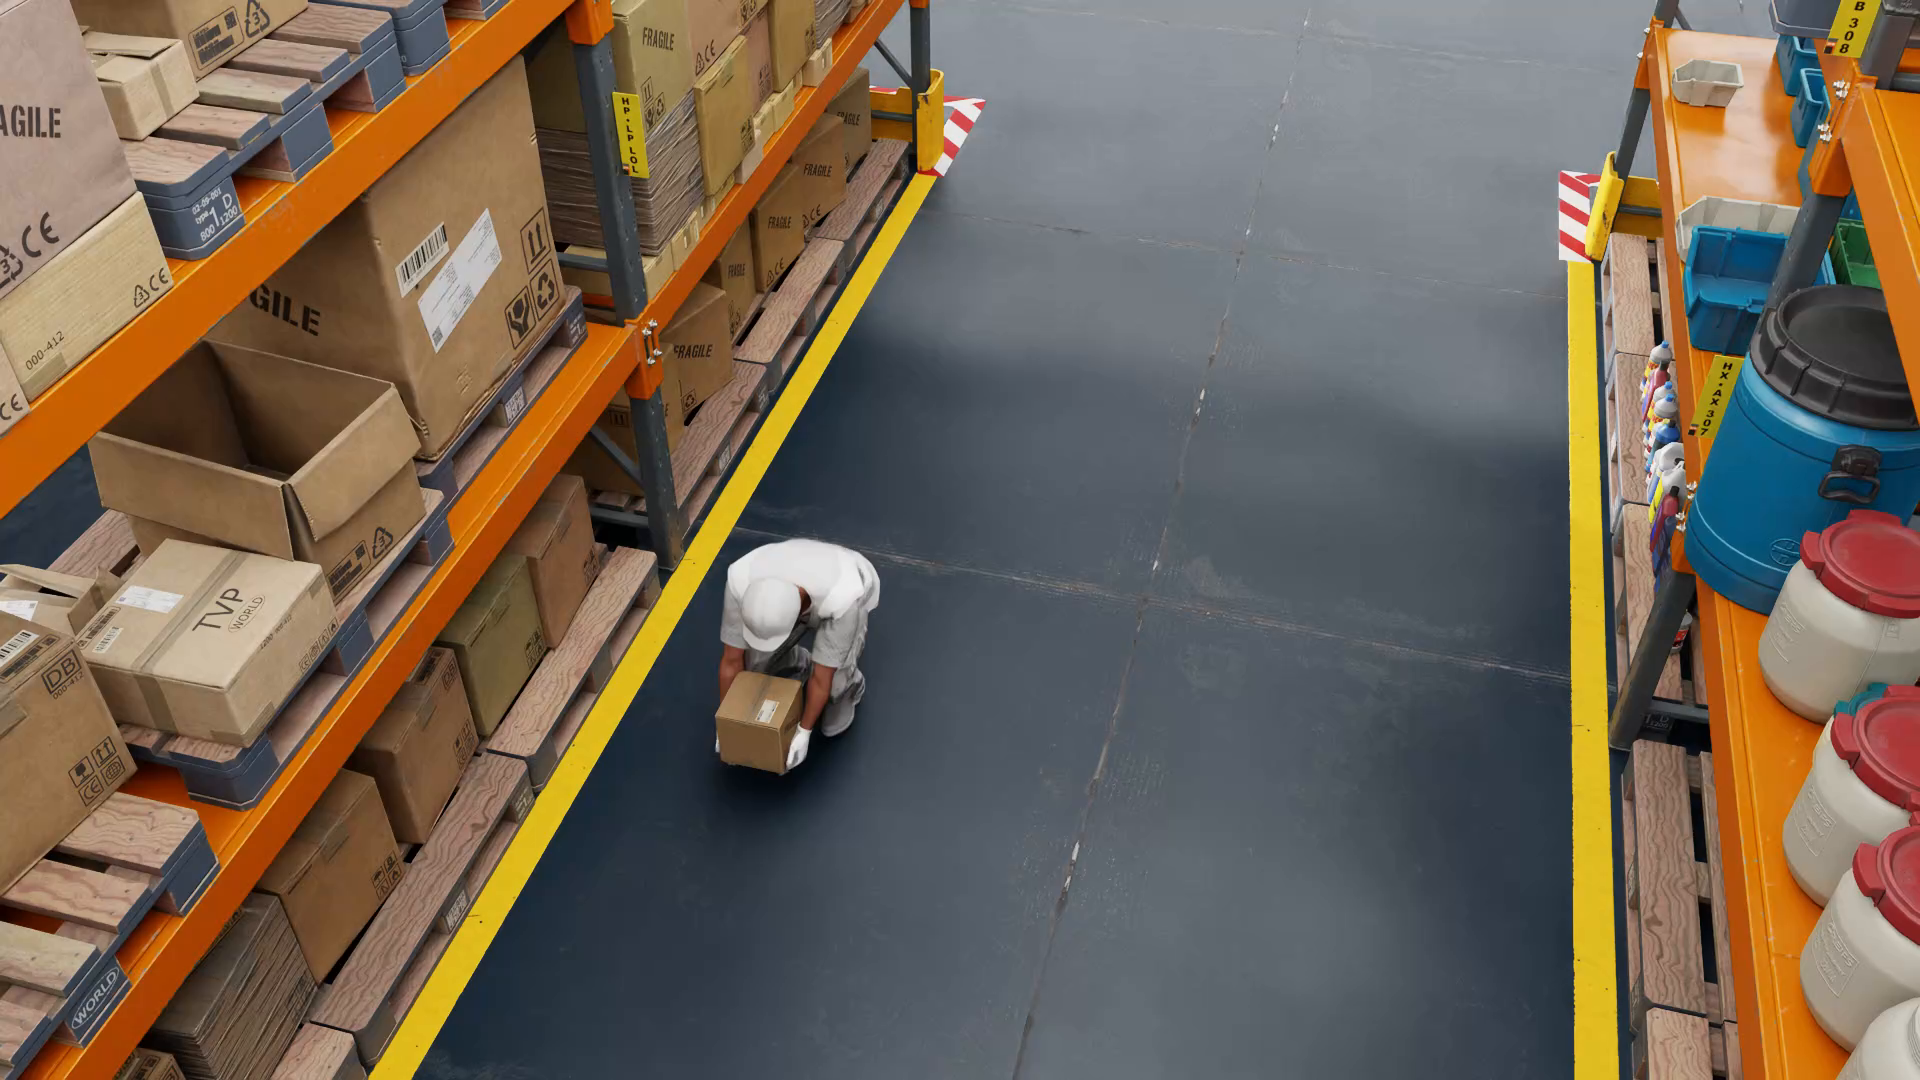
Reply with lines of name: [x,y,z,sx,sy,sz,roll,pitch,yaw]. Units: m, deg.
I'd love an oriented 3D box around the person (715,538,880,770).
person: [-0.603,0.353,6.337,0.559,1.004,0.923,14,43,16]
